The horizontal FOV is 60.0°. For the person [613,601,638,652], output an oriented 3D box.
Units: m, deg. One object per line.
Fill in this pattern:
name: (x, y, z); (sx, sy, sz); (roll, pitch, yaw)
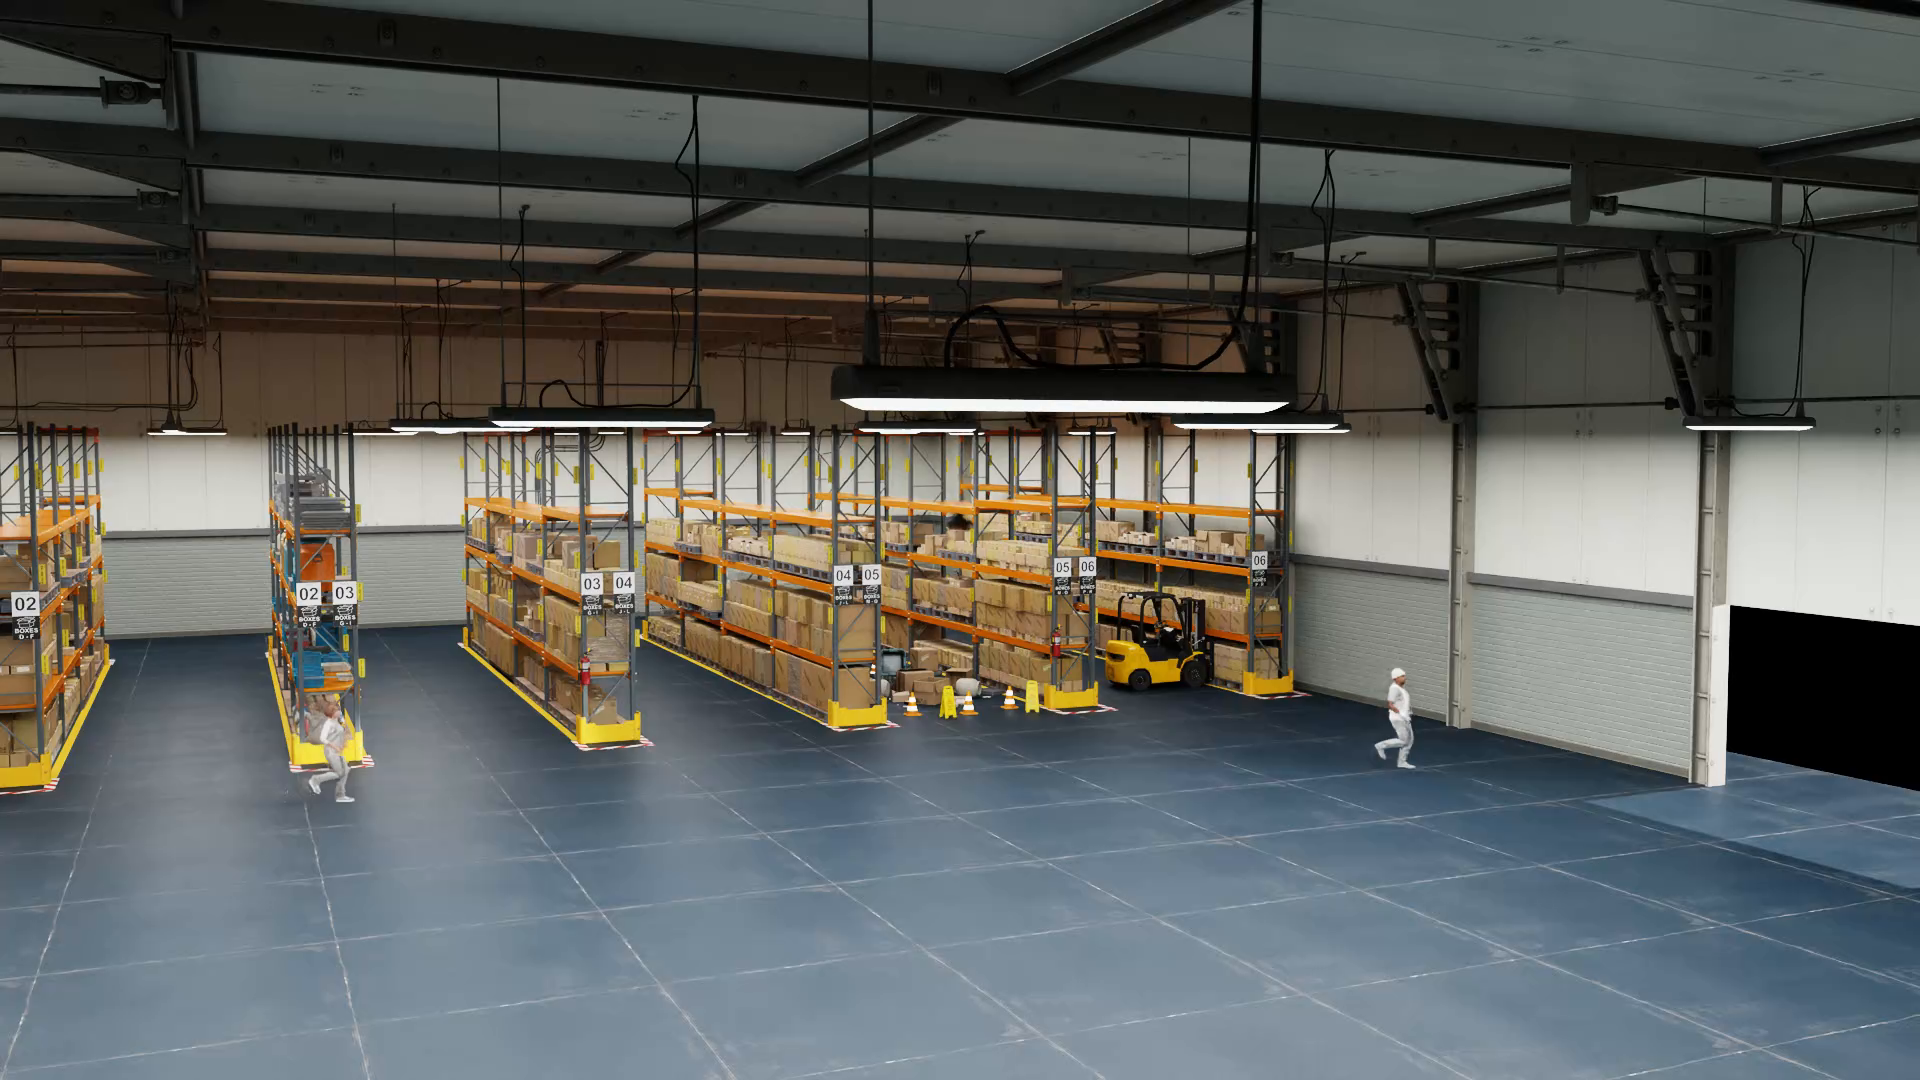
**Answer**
person: (-8.908, 2.140, 44.317); (0.735, 1.757, 0.691); (-2, 4, -25)

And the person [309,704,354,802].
person: (-9.857, 3.347, 26.089); (0.673, 1.548, 0.554); (0, 3, -5)

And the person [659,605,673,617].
person: (-8.653, 1.860, 49.105); (0.929, 1.717, 0.676); (-2, 4, -24)

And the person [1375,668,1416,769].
person: (7.574, 3.093, 28.860); (0.689, 1.743, 0.683); (1, 4, 23)
